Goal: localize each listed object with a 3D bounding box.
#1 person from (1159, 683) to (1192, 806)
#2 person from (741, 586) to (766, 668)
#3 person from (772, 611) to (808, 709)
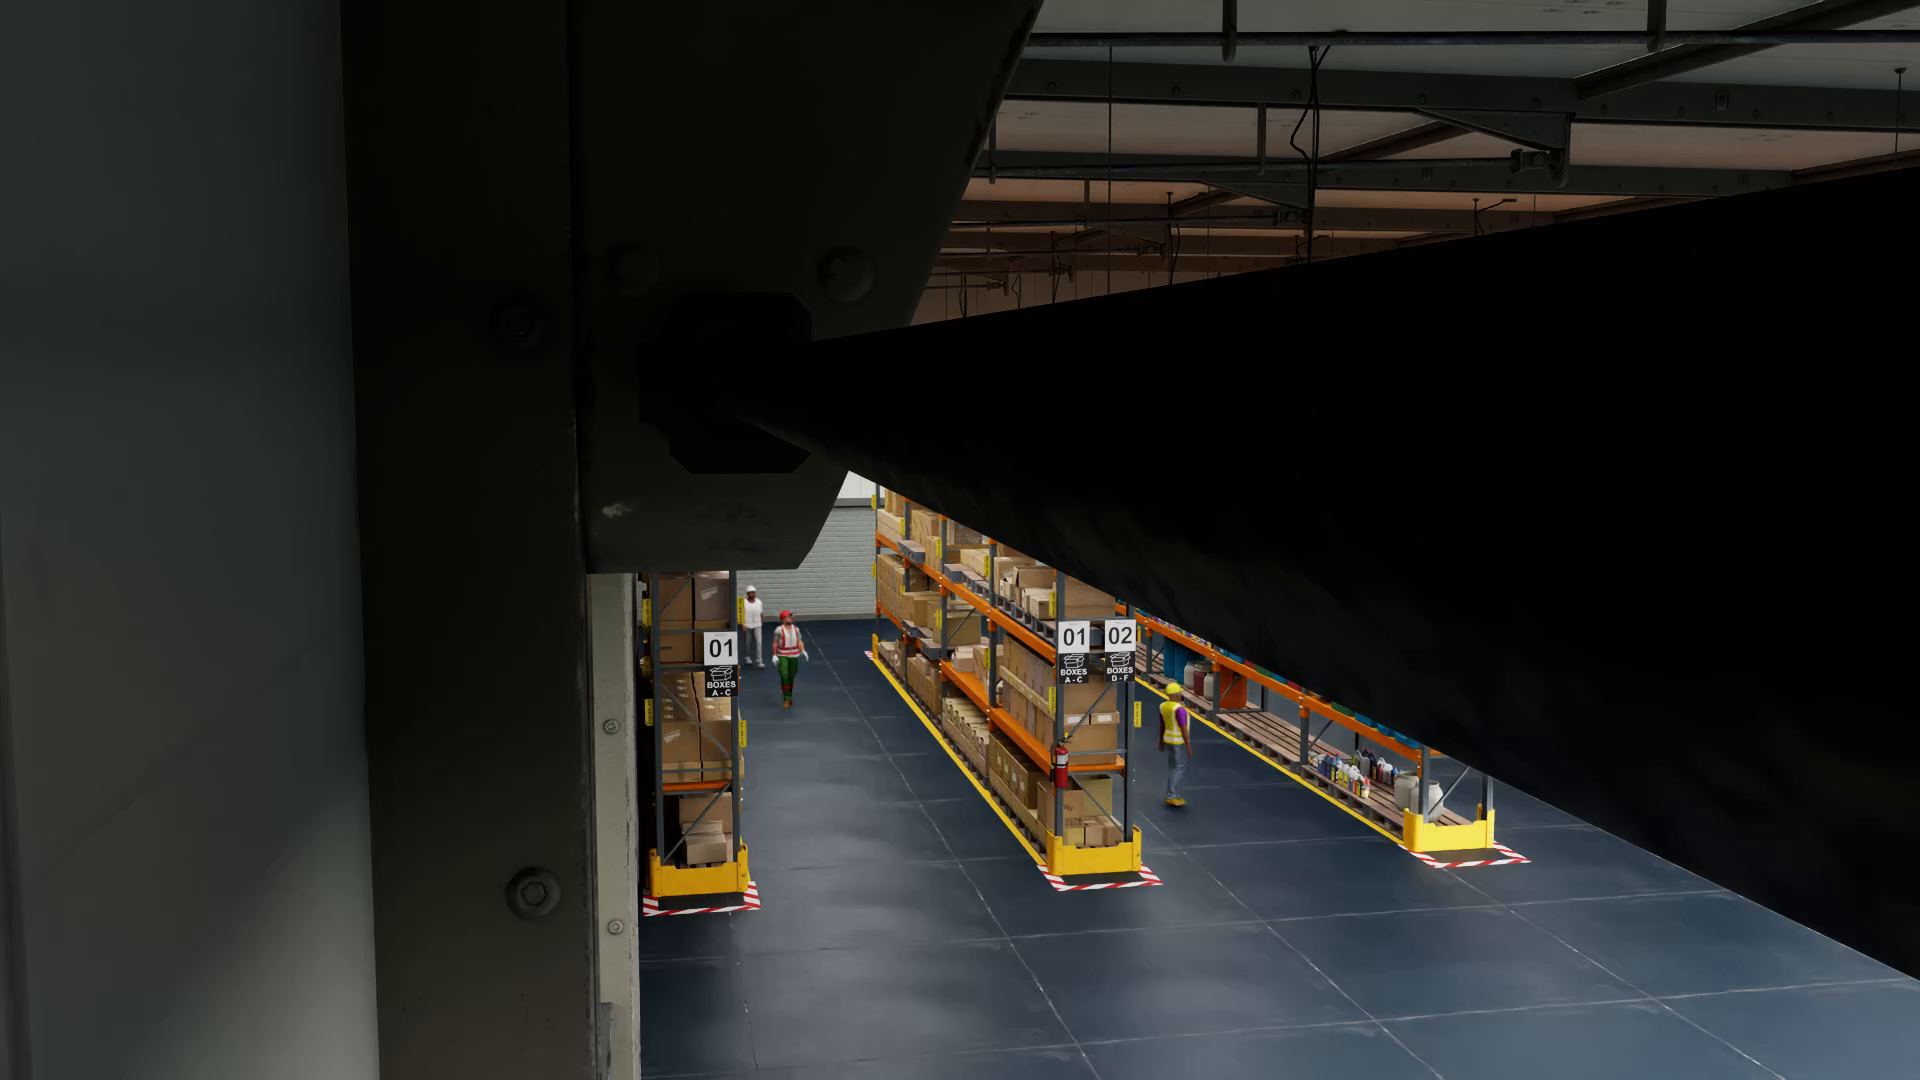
[{"bbox_3d":[3.131,2.960,24.216,0.385,1.775,0.698,-3,7,-30],"label":"person"},{"bbox_3d":[-4.414,1.838,35.291,0.585,1.719,1.003,-2,6,-20],"label":"person"},{"bbox_3d":[-3.207,2.233,31.387,0.644,1.798,0.776,-2,6,-17],"label":"person"}]
